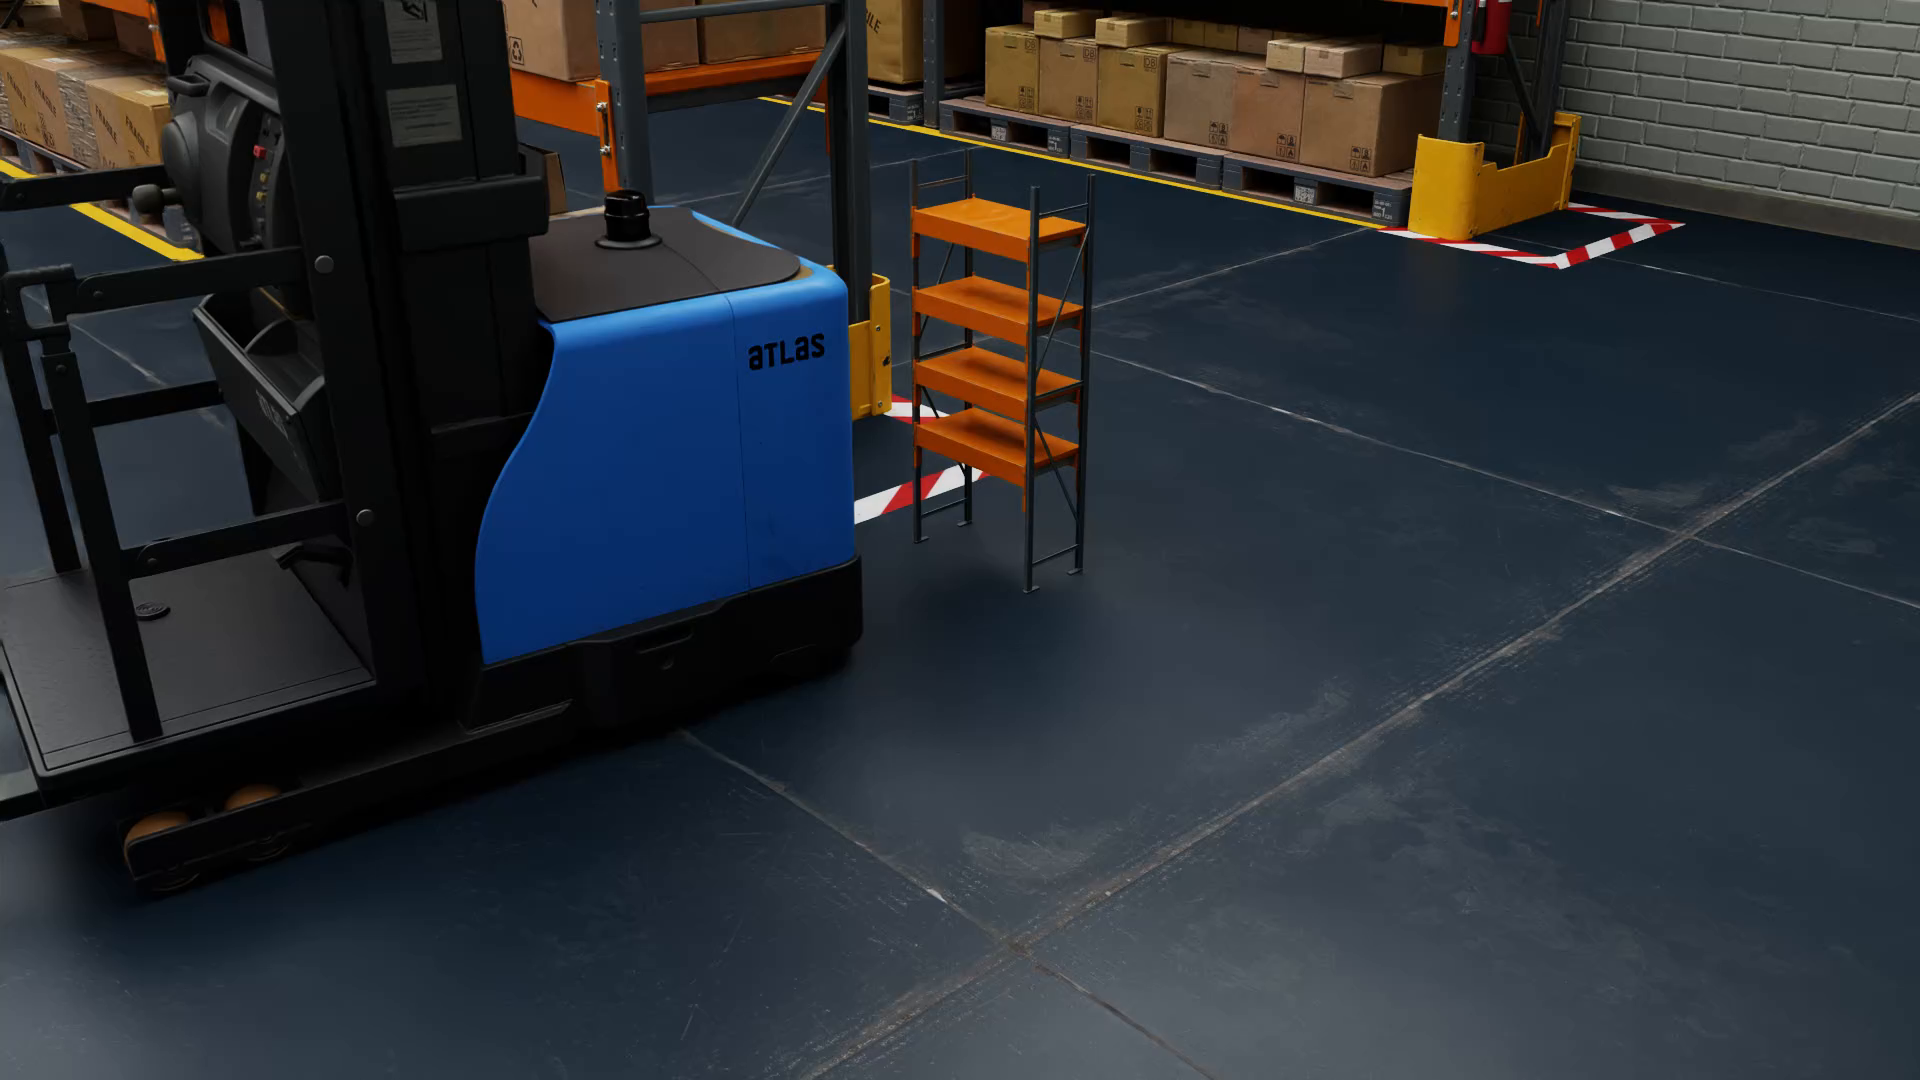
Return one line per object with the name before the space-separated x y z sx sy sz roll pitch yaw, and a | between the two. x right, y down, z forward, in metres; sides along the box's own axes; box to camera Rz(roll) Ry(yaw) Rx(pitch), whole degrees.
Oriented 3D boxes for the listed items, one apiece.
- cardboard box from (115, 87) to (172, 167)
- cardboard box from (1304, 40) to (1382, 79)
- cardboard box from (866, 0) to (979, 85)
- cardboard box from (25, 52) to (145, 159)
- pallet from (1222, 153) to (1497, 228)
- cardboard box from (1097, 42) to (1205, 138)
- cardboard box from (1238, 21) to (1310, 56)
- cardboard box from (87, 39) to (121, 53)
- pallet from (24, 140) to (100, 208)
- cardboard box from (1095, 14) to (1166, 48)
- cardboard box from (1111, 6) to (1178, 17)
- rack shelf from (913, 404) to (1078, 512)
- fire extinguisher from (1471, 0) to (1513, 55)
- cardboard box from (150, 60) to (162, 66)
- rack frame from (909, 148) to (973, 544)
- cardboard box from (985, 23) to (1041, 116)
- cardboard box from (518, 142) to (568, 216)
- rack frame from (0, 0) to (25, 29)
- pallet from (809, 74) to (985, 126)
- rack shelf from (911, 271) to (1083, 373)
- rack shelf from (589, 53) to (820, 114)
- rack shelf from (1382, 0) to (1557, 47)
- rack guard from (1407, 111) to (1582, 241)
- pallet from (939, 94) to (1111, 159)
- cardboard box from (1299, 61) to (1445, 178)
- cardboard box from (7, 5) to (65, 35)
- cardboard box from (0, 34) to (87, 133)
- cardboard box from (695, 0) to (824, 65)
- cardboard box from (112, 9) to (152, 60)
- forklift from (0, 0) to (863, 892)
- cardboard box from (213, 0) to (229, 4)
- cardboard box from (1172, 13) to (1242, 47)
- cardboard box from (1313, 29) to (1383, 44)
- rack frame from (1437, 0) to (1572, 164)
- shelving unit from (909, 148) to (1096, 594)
cardboard box | -4.006 -2.073 8.662 0.500 0.500 0.500 -21 32 -39
cardboard box | 2.116 -2.657 9.183 0.380 0.149 0.250 -22 32 -39
cardboard box | -0.385 -3.722 11.878 0.750 0.750 0.750 -21 32 -38
cardboard box | -5.029 -2.531 9.665 0.500 0.500 0.500 22 33 40
pallet | 2.285 -2.088 9.573 1.003 0.211 1.213 -21 32 -38
cardboard box | 1.281 -2.837 10.361 0.700 0.500 0.500 -20 31 -37
cardboard box | 1.876 -2.994 9.924 0.380 0.149 0.250 -21 32 -38
cardboard box | -5.029 -2.843 10.350 0.500 0.500 0.500 22 33 40
pallet | -4.881 -2.279 9.991 1.003 0.211 1.213 -21 32 -38
cardboard box | 1.048 -3.128 10.217 0.380 0.149 0.250 -22 33 -40
cardboard box | 1.179 -3.303 10.601 0.380 0.149 0.250 -23 33 -40
rack shelf | 0.113 -0.254 5.001 0.258 0.148 0.480 -21 32 -38
fire extinguisher | 2.654 -2.755 8.218 0.296 0.674 0.183 -21 32 -38
cardboard box | -4.321 -2.533 9.669 0.500 0.500 0.500 -21 32 -38
rack frame | -0.054 -0.570 5.053 0.240 1.200 0.015 -21 32 -38
cardboard box | 0.591 -3.147 11.039 0.700 0.500 0.500 -21 32 -38
cardboard box | -2.171 -1.439 7.268 0.797 0.503 0.637 -21 32 -38
rack frame | -6.193 -4.154 10.742 1.000 3.000 0.127 -21 32 -38
pallet | -0.428 -3.292 12.212 1.003 0.211 1.213 -21 32 -38
rack shelf | 0.113 -0.638 4.826 0.258 0.148 0.480 -21 32 -38
rack shelf | -2.092 -2.098 6.866 0.919 0.124 3.809 -21 32 -38
rack shelf | 1.521 -3.415 9.989 1.077 0.370 4.000 -21 32 -38
rack guard | 2.905 -1.992 9.015 1.175 0.500 0.348 -21 32 -38
pallet | 0.617 -2.827 11.193 1.003 0.211 1.213 -21 32 -38
cardboard box | 2.337 -2.374 9.346 0.700 0.500 0.500 -21 32 -38
cardboard box | -6.337 -3.591 11.639 0.500 0.311 0.500 -20 31 -37
cardboard box | -5.729 -2.841 10.345 0.500 0.500 0.500 22 33 40
cardboard box | -0.836 -1.985 5.867 0.500 0.500 0.500 -20 32 -37
cardboard box | -4.639 -3.017 9.827 0.500 0.250 0.500 -22 32 -39
forklift | -1.766 -0.826 3.530 3.031 2.935 1.130 -16 29 -31
cardboard box | -2.957 -2.602 7.219 0.500 0.500 0.500 -21 32 -38
cardboard box | 1.528 -3.149 10.262 0.380 0.149 0.250 -22 32 -39
cardboard box | 2.221 -2.841 9.589 0.380 0.149 0.250 -21 32 -38
rack frame | 2.888 -3.137 8.512 1.000 3.000 0.127 -21 32 -38
shelving unit | 0.113 -0.496 4.891 0.258 1.200 0.503 -21 32 -38
